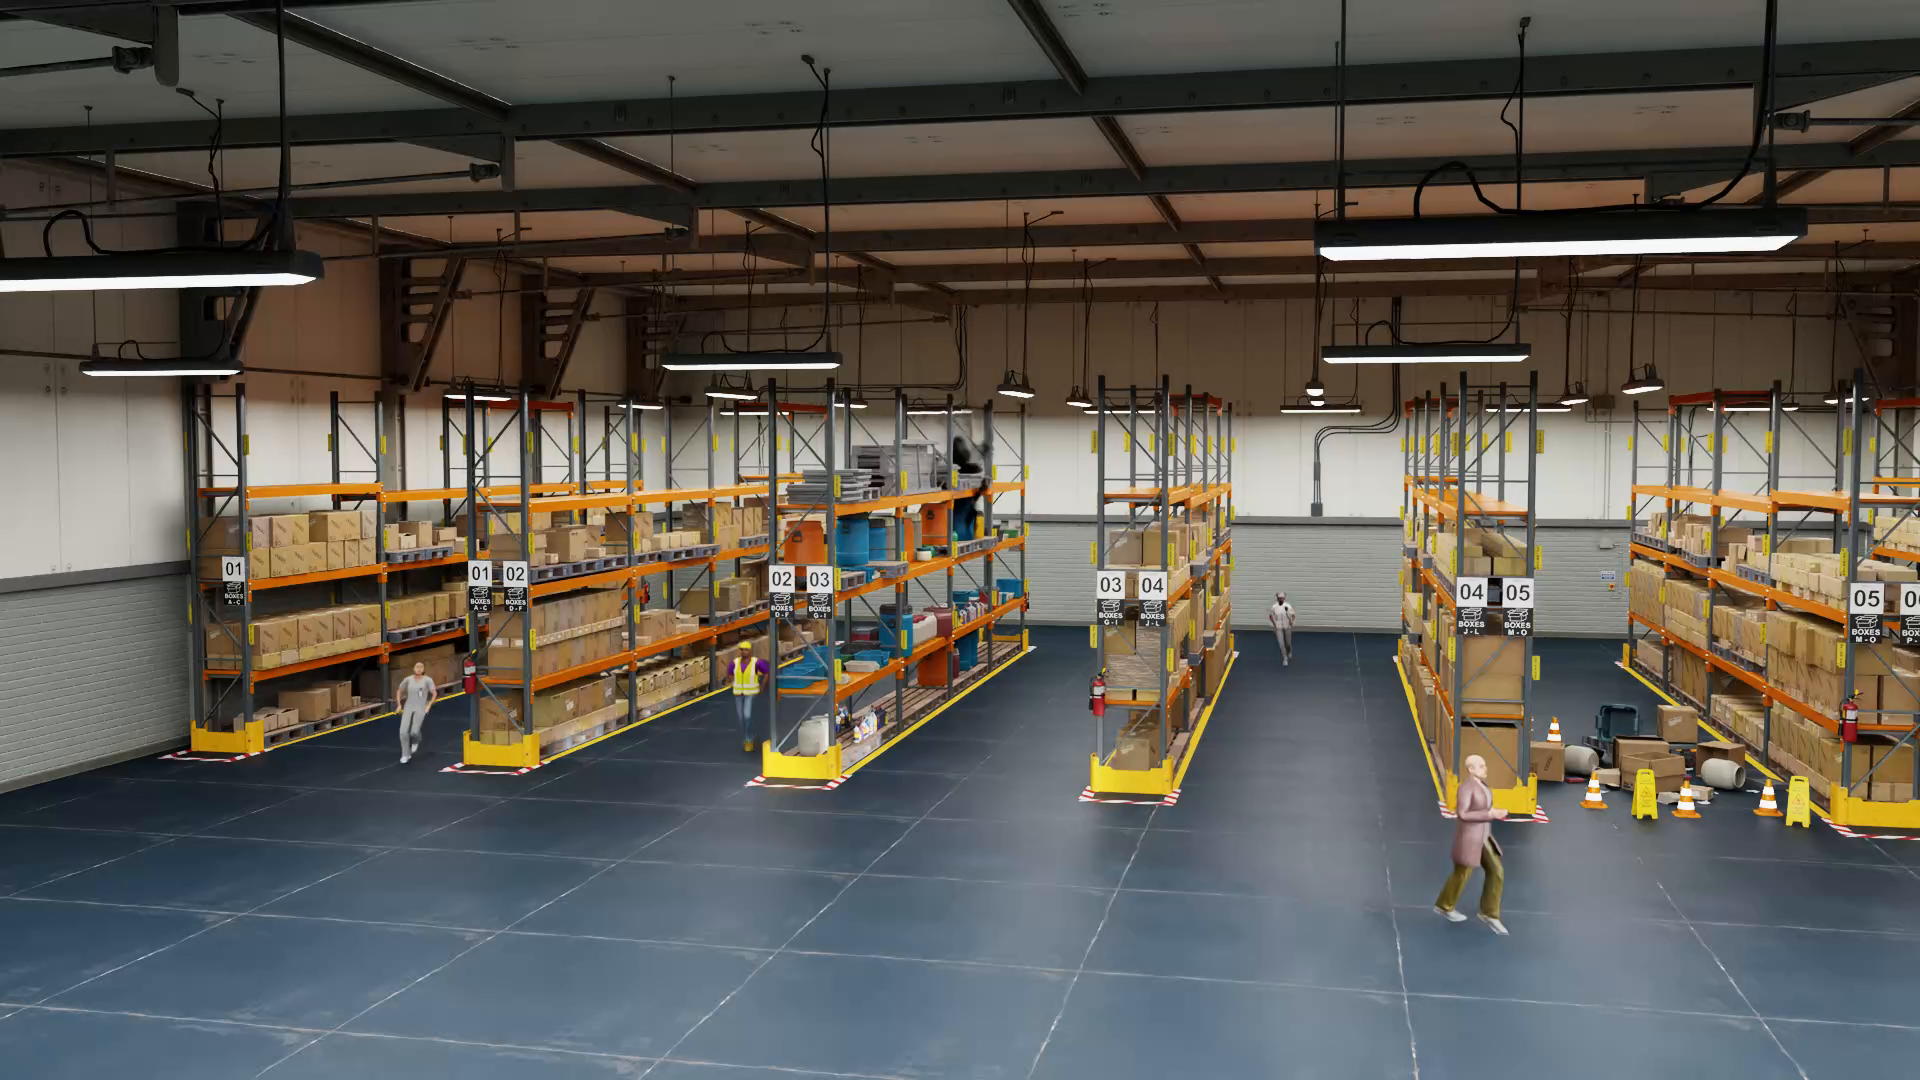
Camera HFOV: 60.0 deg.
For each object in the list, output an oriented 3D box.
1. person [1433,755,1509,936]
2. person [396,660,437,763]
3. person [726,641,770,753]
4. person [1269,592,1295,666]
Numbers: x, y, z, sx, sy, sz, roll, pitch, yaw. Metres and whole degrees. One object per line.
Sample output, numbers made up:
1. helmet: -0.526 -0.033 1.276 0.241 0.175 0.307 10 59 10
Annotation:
1. person: 5.293 3.128 17.162 0.699 1.837 0.811 -3 5 -44
2. person: -8.625 2.703 26.379 0.609 1.627 0.554 0 3 -4
3. person: -3.512 2.567 27.242 0.673 1.812 0.706 1 3 14
4. person: 7.358 2.010 38.005 0.596 1.677 0.690 1 3 11
